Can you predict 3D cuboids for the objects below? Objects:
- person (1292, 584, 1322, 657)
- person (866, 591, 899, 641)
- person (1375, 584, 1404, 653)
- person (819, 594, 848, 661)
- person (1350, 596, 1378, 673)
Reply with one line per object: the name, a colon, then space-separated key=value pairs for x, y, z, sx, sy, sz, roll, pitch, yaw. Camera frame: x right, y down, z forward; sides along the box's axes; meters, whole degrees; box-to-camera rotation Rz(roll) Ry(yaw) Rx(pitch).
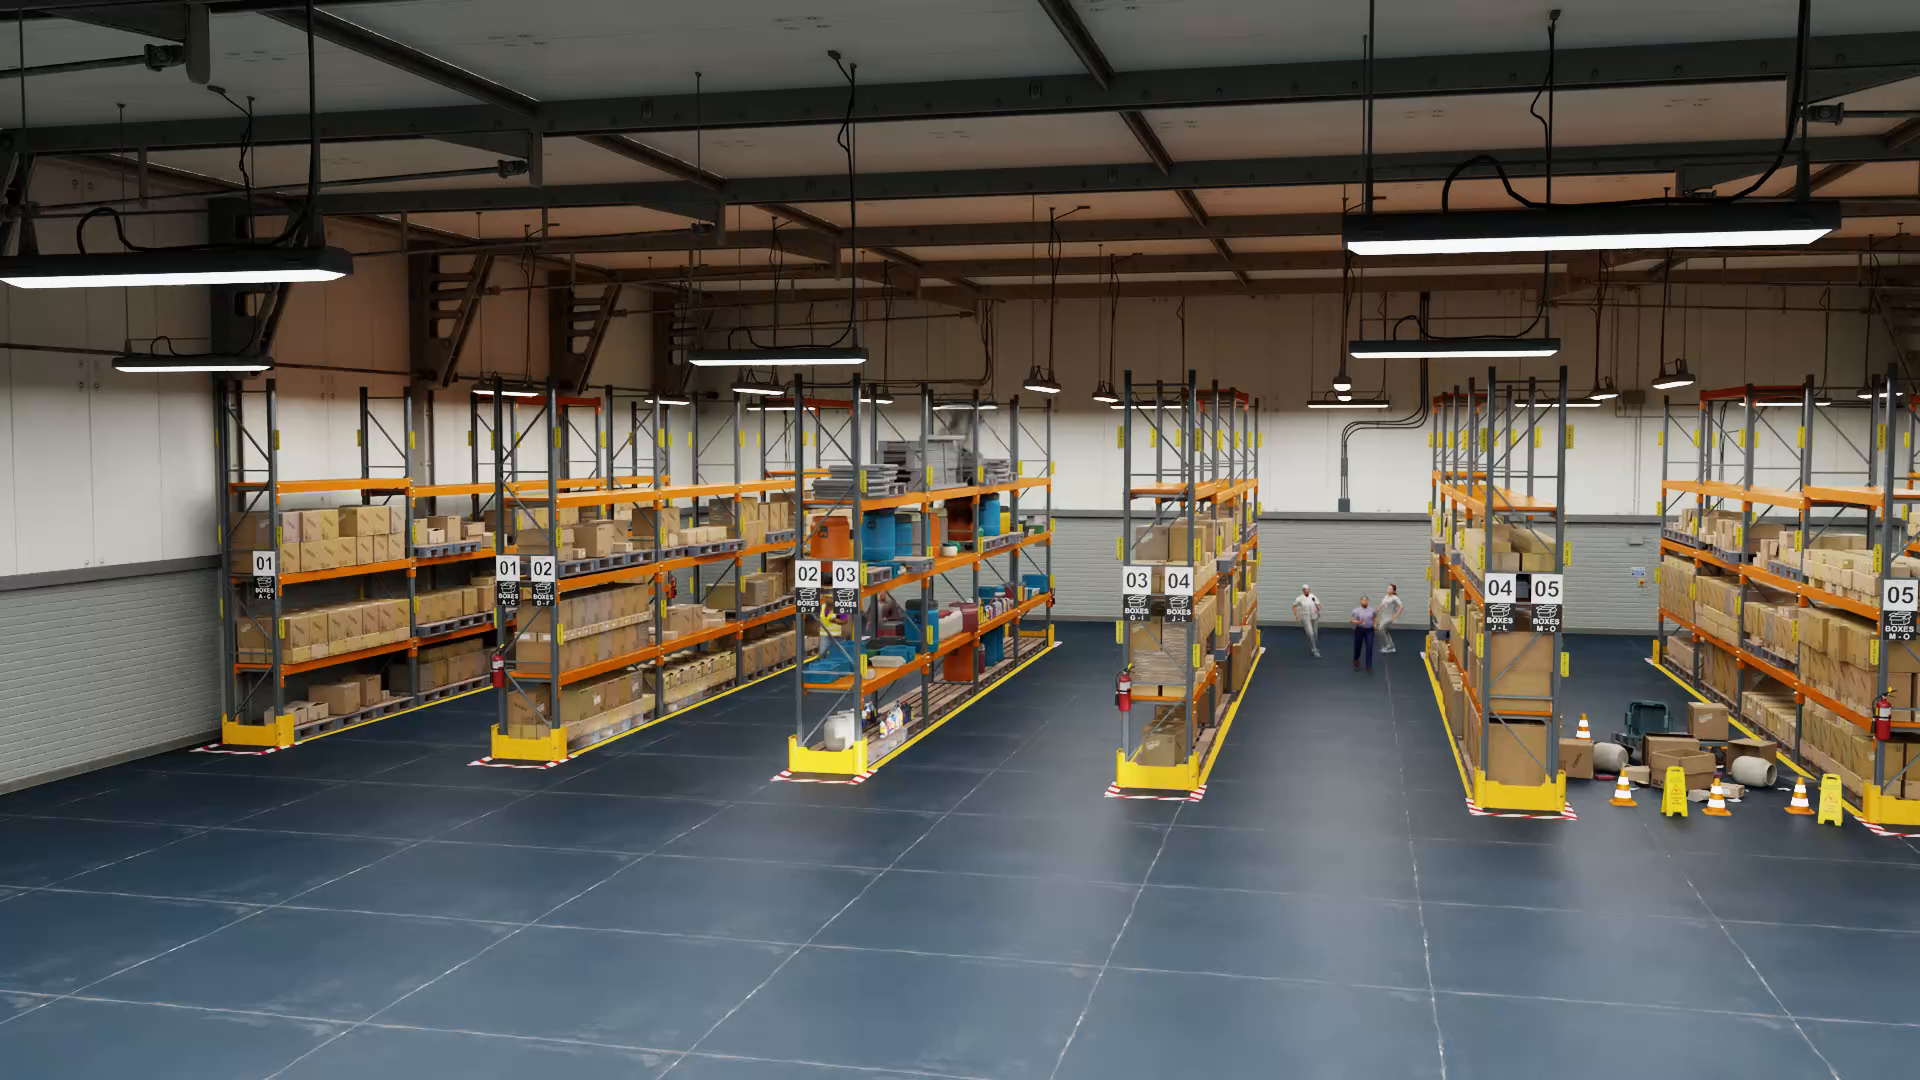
person: x=8.108 y=1.859 z=38.662 sx=0.658 sy=1.656 sz=0.809 roll=0 pitch=3 yaw=-5
person: x=-1.563 y=1.859 z=32.989 sx=0.719 sy=1.783 sz=0.893 roll=1 pitch=3 yaw=10
person: x=10.032 y=1.849 z=38.983 sx=0.611 sy=1.644 sz=0.634 roll=-1 pitch=4 yaw=-20
person: x=-2.499 y=1.928 z=32.456 sx=0.677 sy=1.884 sz=0.747 roll=1 pitch=4 yaw=14
person: x=8.751 y=2.027 z=35.981 sx=0.620 sy=1.612 sz=0.890 roll=0 pitch=3 yaw=4
